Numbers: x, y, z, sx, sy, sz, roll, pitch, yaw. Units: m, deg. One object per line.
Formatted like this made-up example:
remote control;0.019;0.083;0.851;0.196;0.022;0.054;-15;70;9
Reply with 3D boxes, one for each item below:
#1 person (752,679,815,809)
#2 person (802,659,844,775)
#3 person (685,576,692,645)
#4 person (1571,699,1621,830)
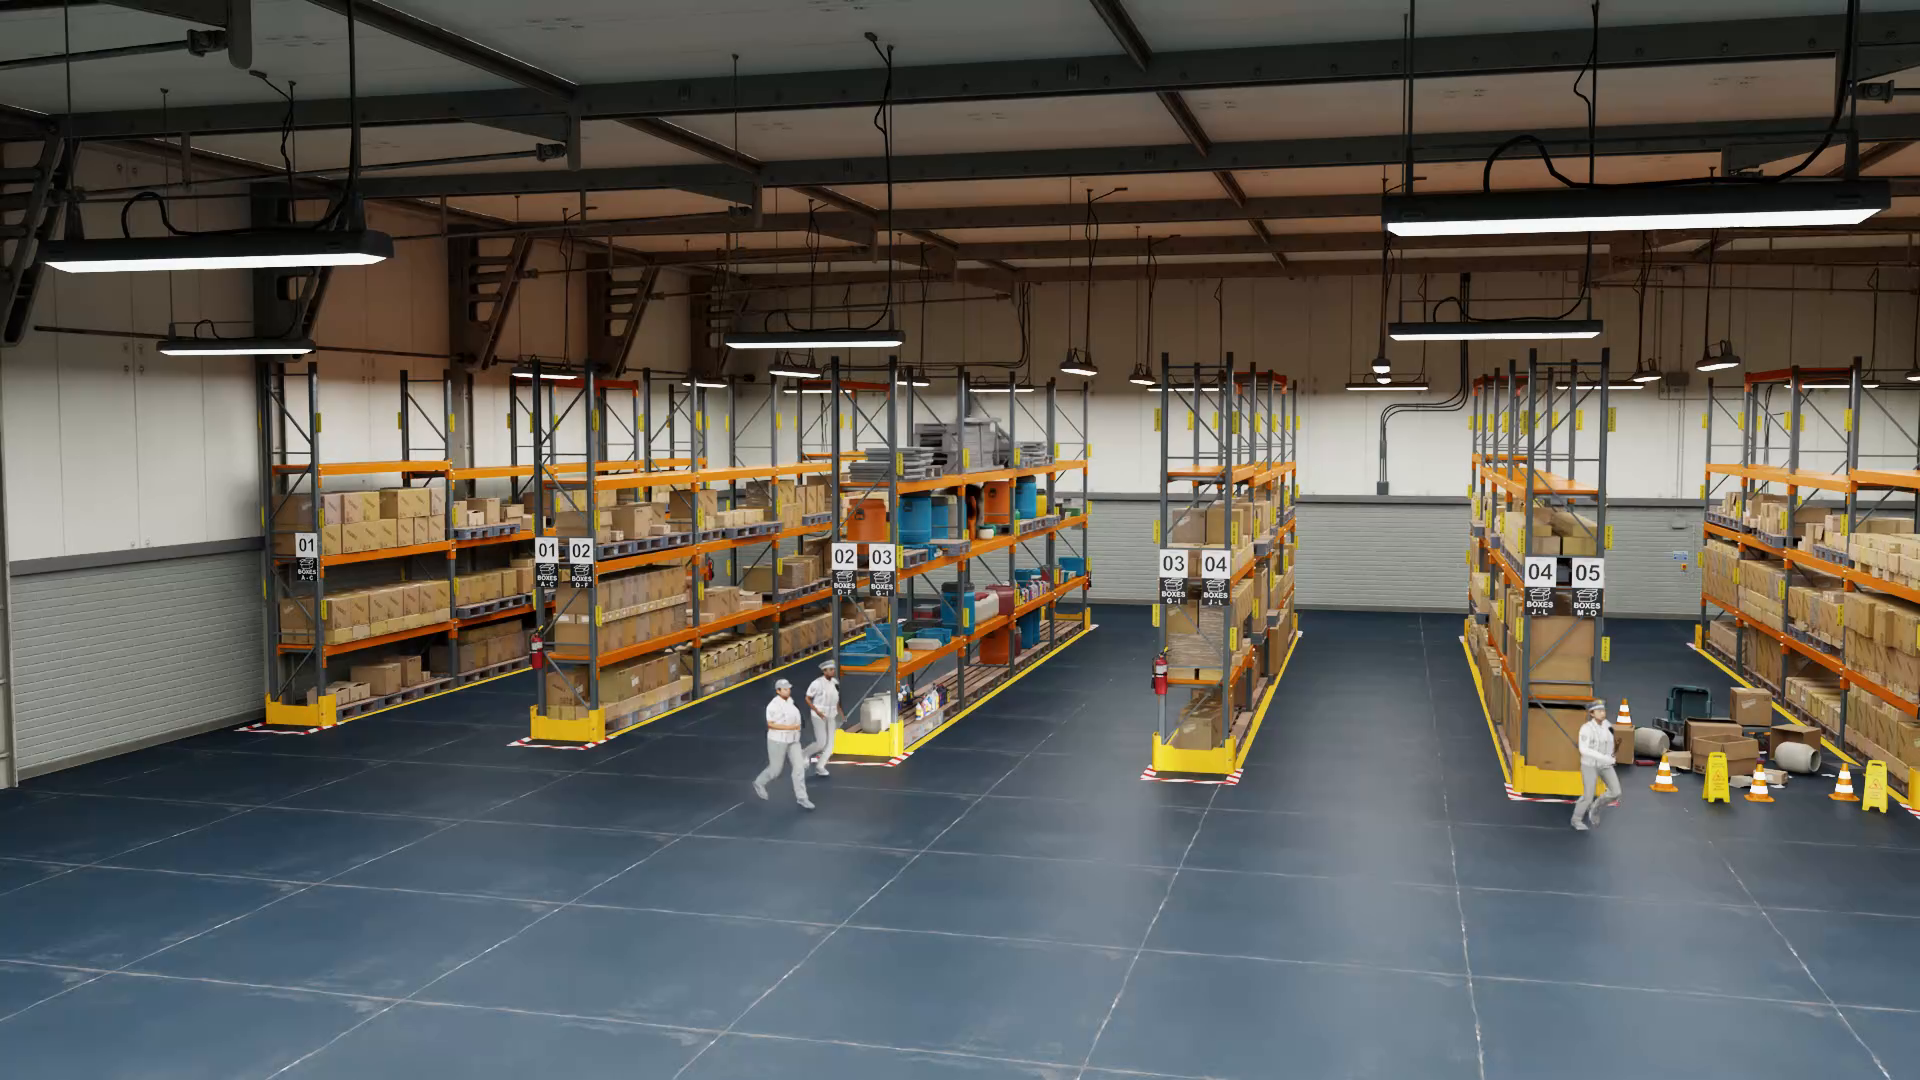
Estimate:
person;-2.298;2.632;21.655;0.943;1.662;0.606;3;5;36
person;-1.957;2.512;23.794;0.604;1.636;0.528;-3;5;-41
person;-5.657;1.667;34.753;0.674;1.846;0.865;1;4;16
person;7.784;2.743;20.243;0.634;1.651;0.729;-1;4;-18
